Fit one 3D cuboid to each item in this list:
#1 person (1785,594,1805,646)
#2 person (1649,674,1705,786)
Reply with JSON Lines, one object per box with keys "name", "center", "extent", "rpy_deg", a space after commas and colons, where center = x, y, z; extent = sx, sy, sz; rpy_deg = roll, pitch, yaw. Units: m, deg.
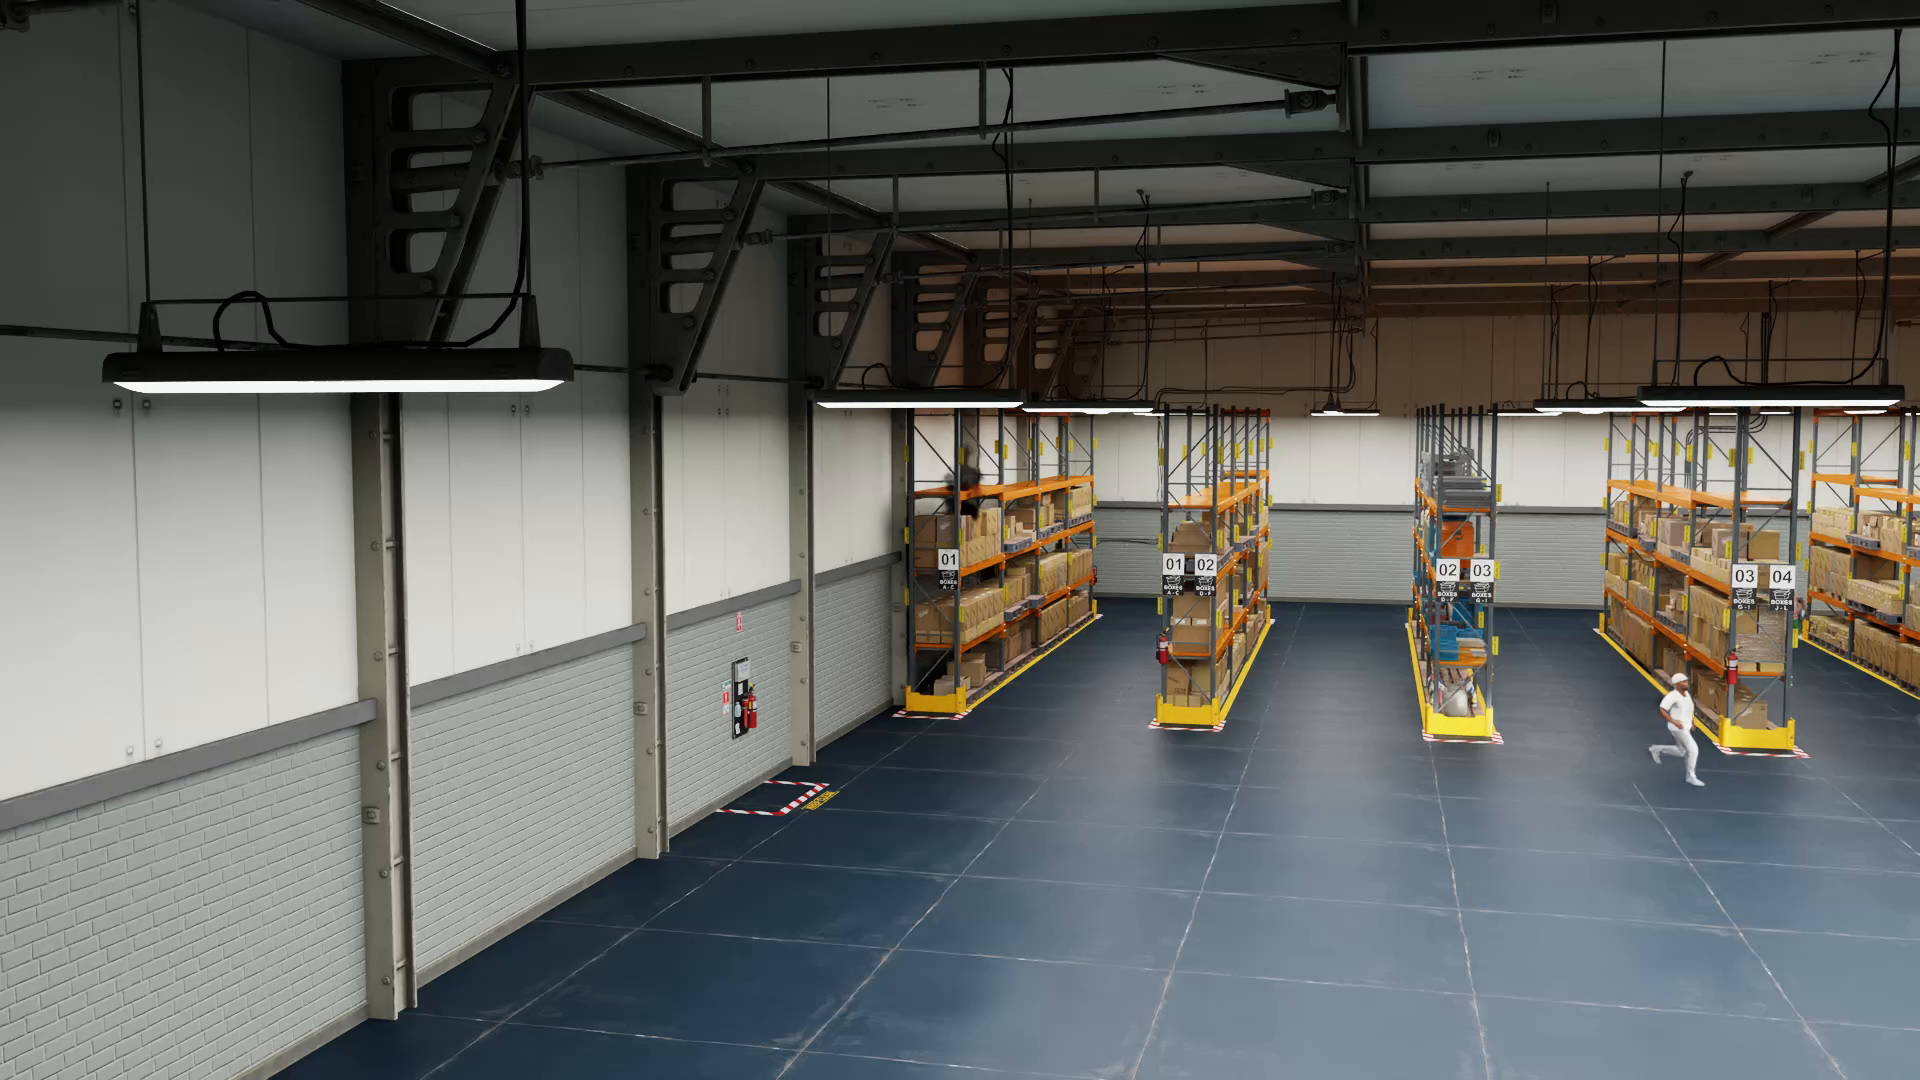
{"name": "person", "center": [20.081, 1.924, 40.169], "extent": [0.708, 1.727, 0.696], "rpy_deg": [1, 4, 12]}
{"name": "person", "center": [11.332, 2.969, 26.272], "extent": [0.906, 1.739, 0.680], "rpy_deg": [4, 6, 41]}
